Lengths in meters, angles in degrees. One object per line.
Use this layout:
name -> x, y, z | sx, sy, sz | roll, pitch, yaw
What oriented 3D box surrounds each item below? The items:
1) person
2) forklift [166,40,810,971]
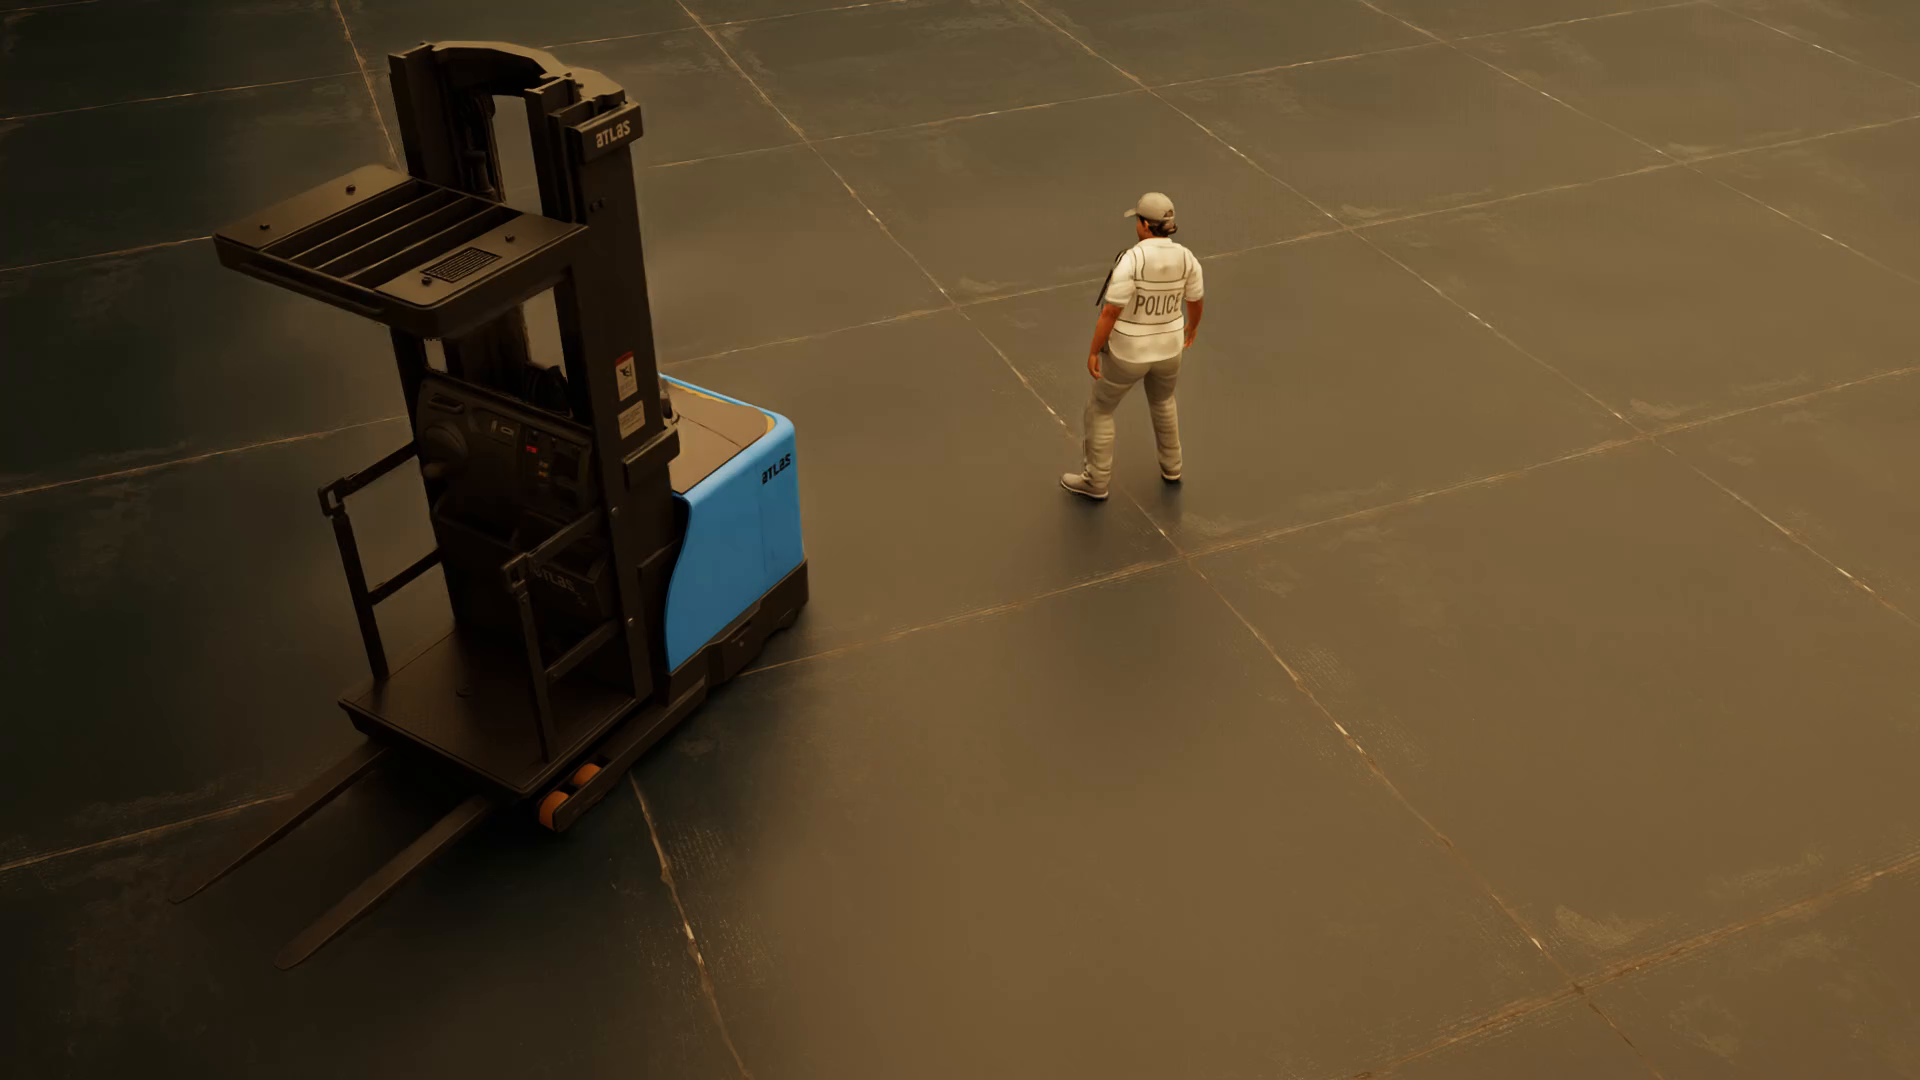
person -> 0.936, -0.999, 8.621 | 0.752, 1.655, 0.418 | -14, 38, -18
forklift -> -1.940, -0.293, 6.511 | 1.130, 2.935, 3.031 | 20, 40, 26
